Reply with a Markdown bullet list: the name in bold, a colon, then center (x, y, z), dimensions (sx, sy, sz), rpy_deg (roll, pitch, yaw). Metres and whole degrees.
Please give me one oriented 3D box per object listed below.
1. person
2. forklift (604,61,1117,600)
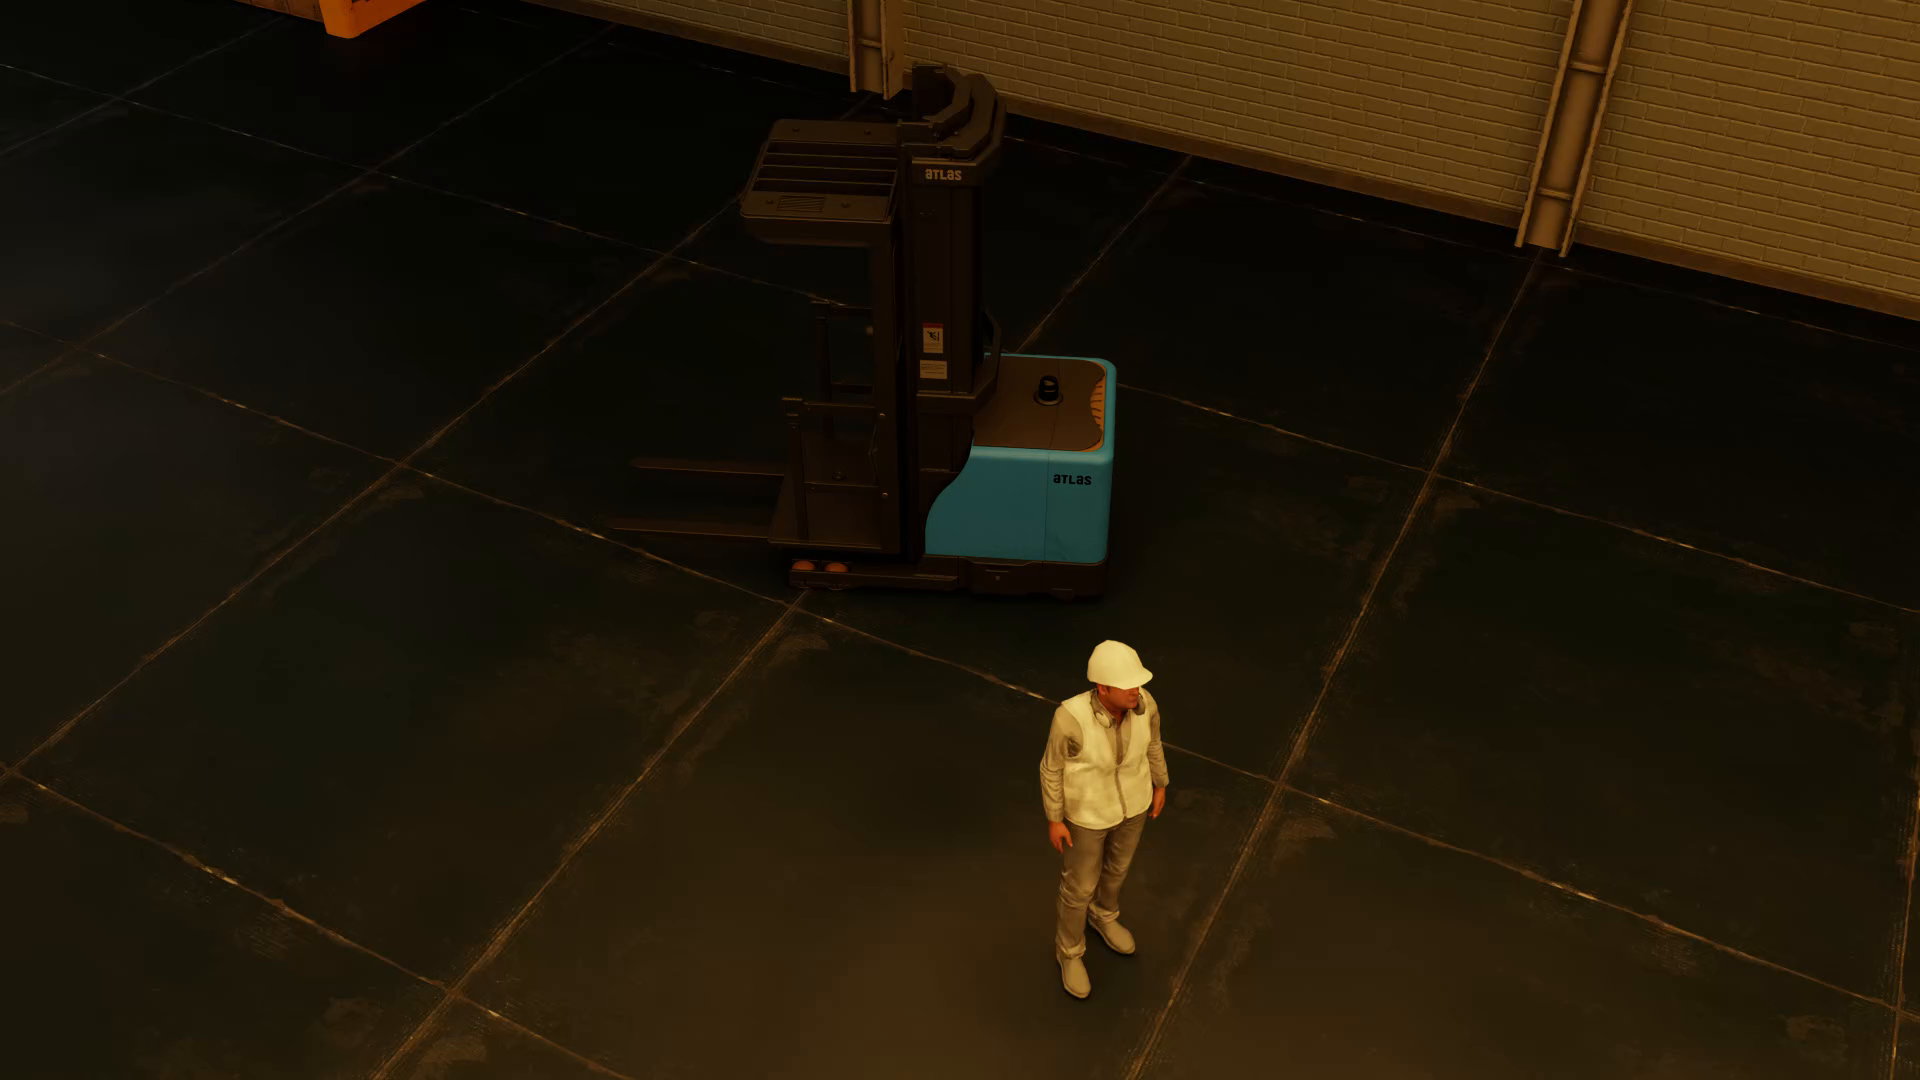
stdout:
- **person**: center (0.679, 1.218, 7.427), dimensions (0.632, 1.773, 0.569), rpy_deg (-19, 44, -21)
- **forklift**: center (-0.606, -1.157, 9.360), dimensions (3.031, 2.935, 1.130), rpy_deg (3, 40, 4)
